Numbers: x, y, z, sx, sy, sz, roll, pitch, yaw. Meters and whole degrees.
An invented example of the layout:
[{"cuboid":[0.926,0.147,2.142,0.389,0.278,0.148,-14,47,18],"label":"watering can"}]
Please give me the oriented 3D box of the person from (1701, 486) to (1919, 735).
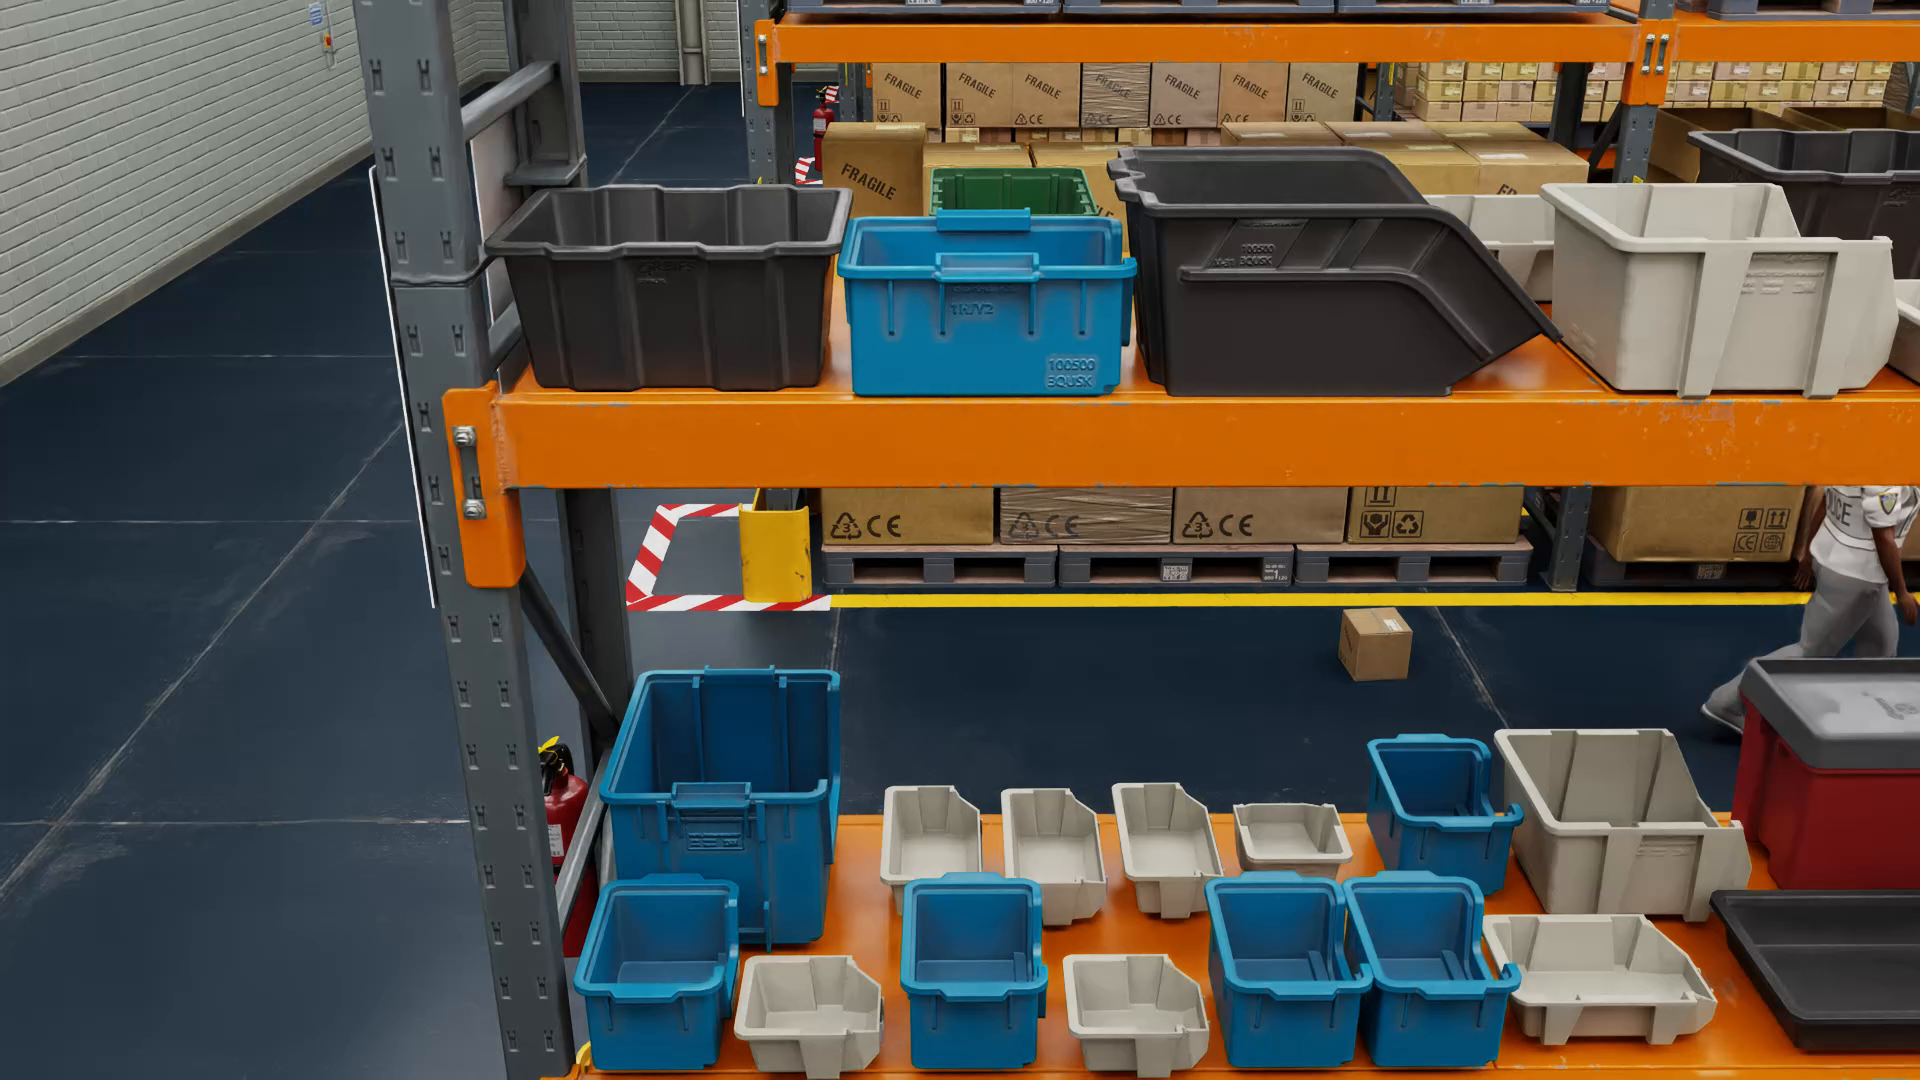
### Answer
[{"cuboid":[3.677,0.107,6.818,0.978,1.643,0.465,5,25,10],"label":"person"}]
